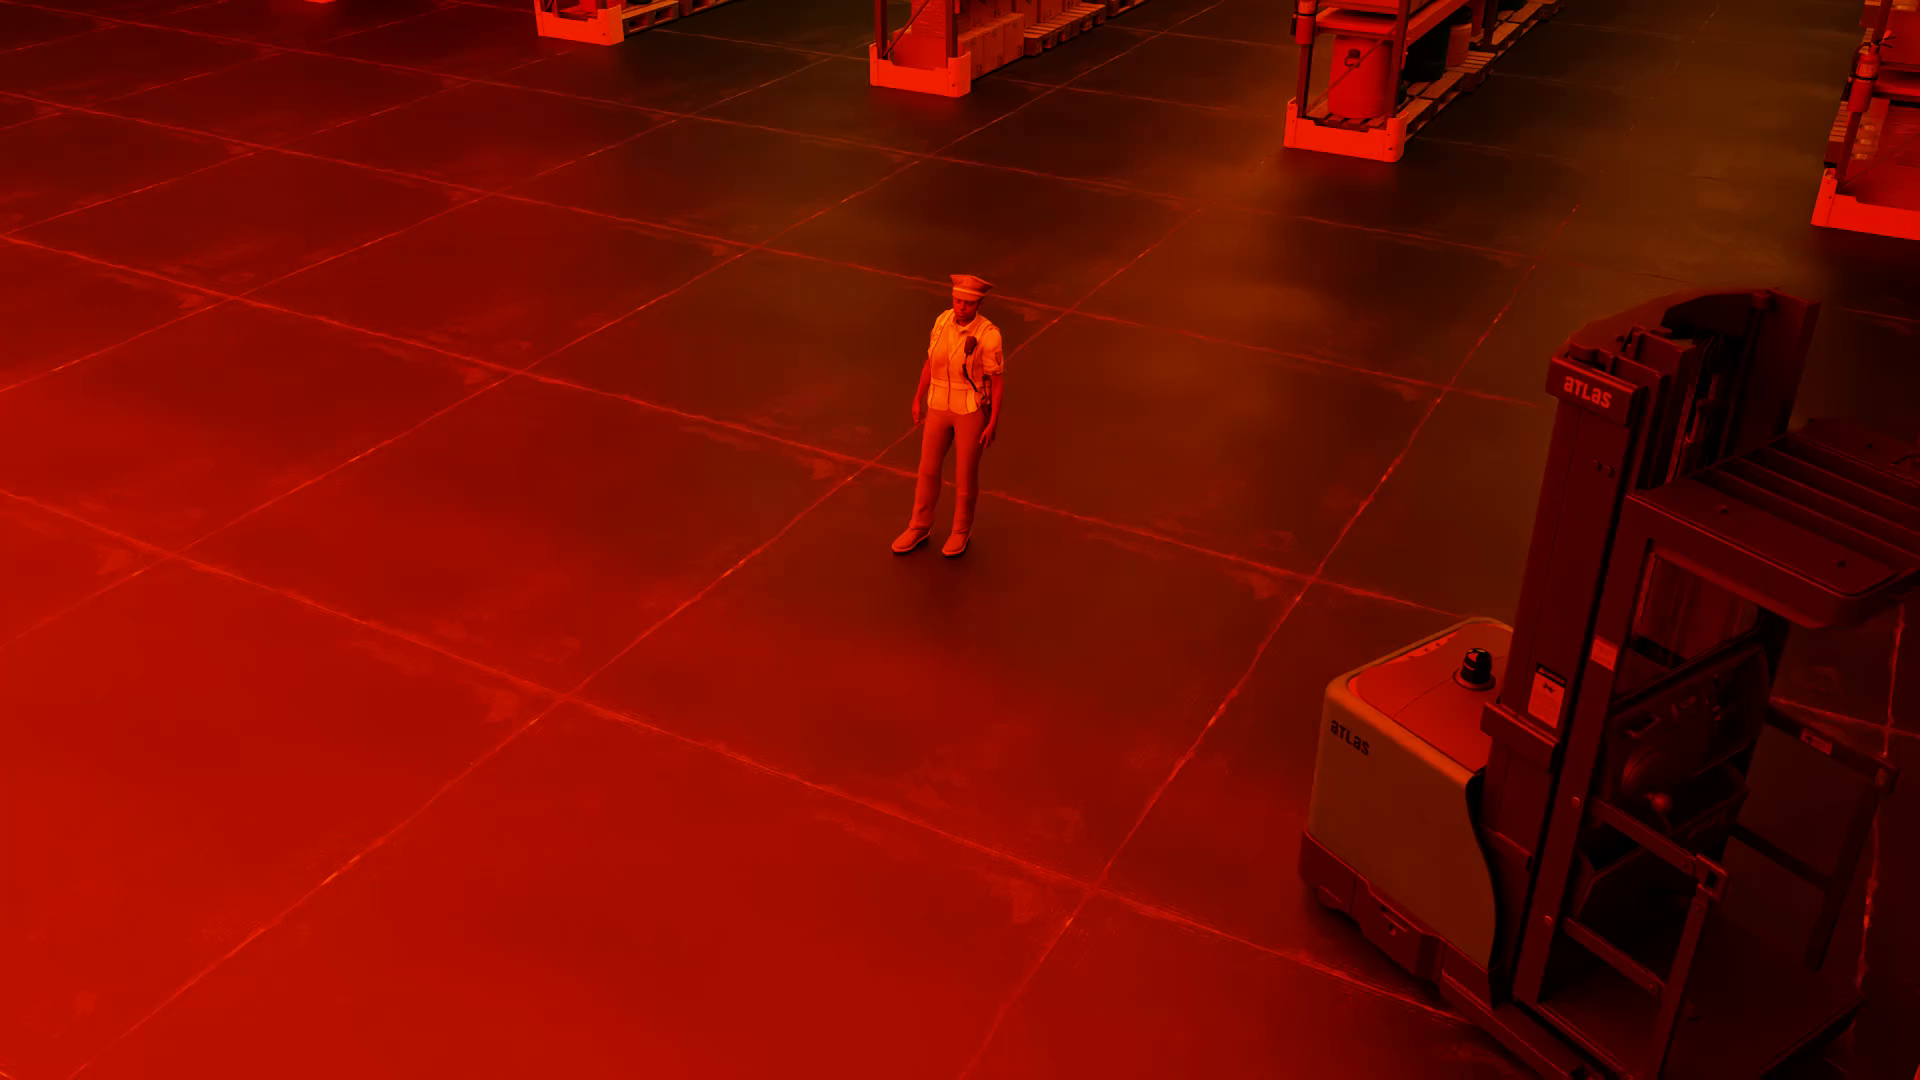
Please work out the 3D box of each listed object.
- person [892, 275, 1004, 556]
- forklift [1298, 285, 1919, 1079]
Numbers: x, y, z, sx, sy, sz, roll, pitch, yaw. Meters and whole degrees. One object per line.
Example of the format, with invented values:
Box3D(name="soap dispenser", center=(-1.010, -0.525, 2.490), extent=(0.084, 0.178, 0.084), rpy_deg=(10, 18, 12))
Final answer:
Box3D(name="person", center=(-0.054, -0.712, 9.527), extent=(0.569, 1.695, 0.528), rpy_deg=(15, 33, 25))
Box3D(name="forklift", center=(2.730, 0.721, 5.822), extent=(1.130, 2.935, 3.031), rpy_deg=(-19, 35, -29))
